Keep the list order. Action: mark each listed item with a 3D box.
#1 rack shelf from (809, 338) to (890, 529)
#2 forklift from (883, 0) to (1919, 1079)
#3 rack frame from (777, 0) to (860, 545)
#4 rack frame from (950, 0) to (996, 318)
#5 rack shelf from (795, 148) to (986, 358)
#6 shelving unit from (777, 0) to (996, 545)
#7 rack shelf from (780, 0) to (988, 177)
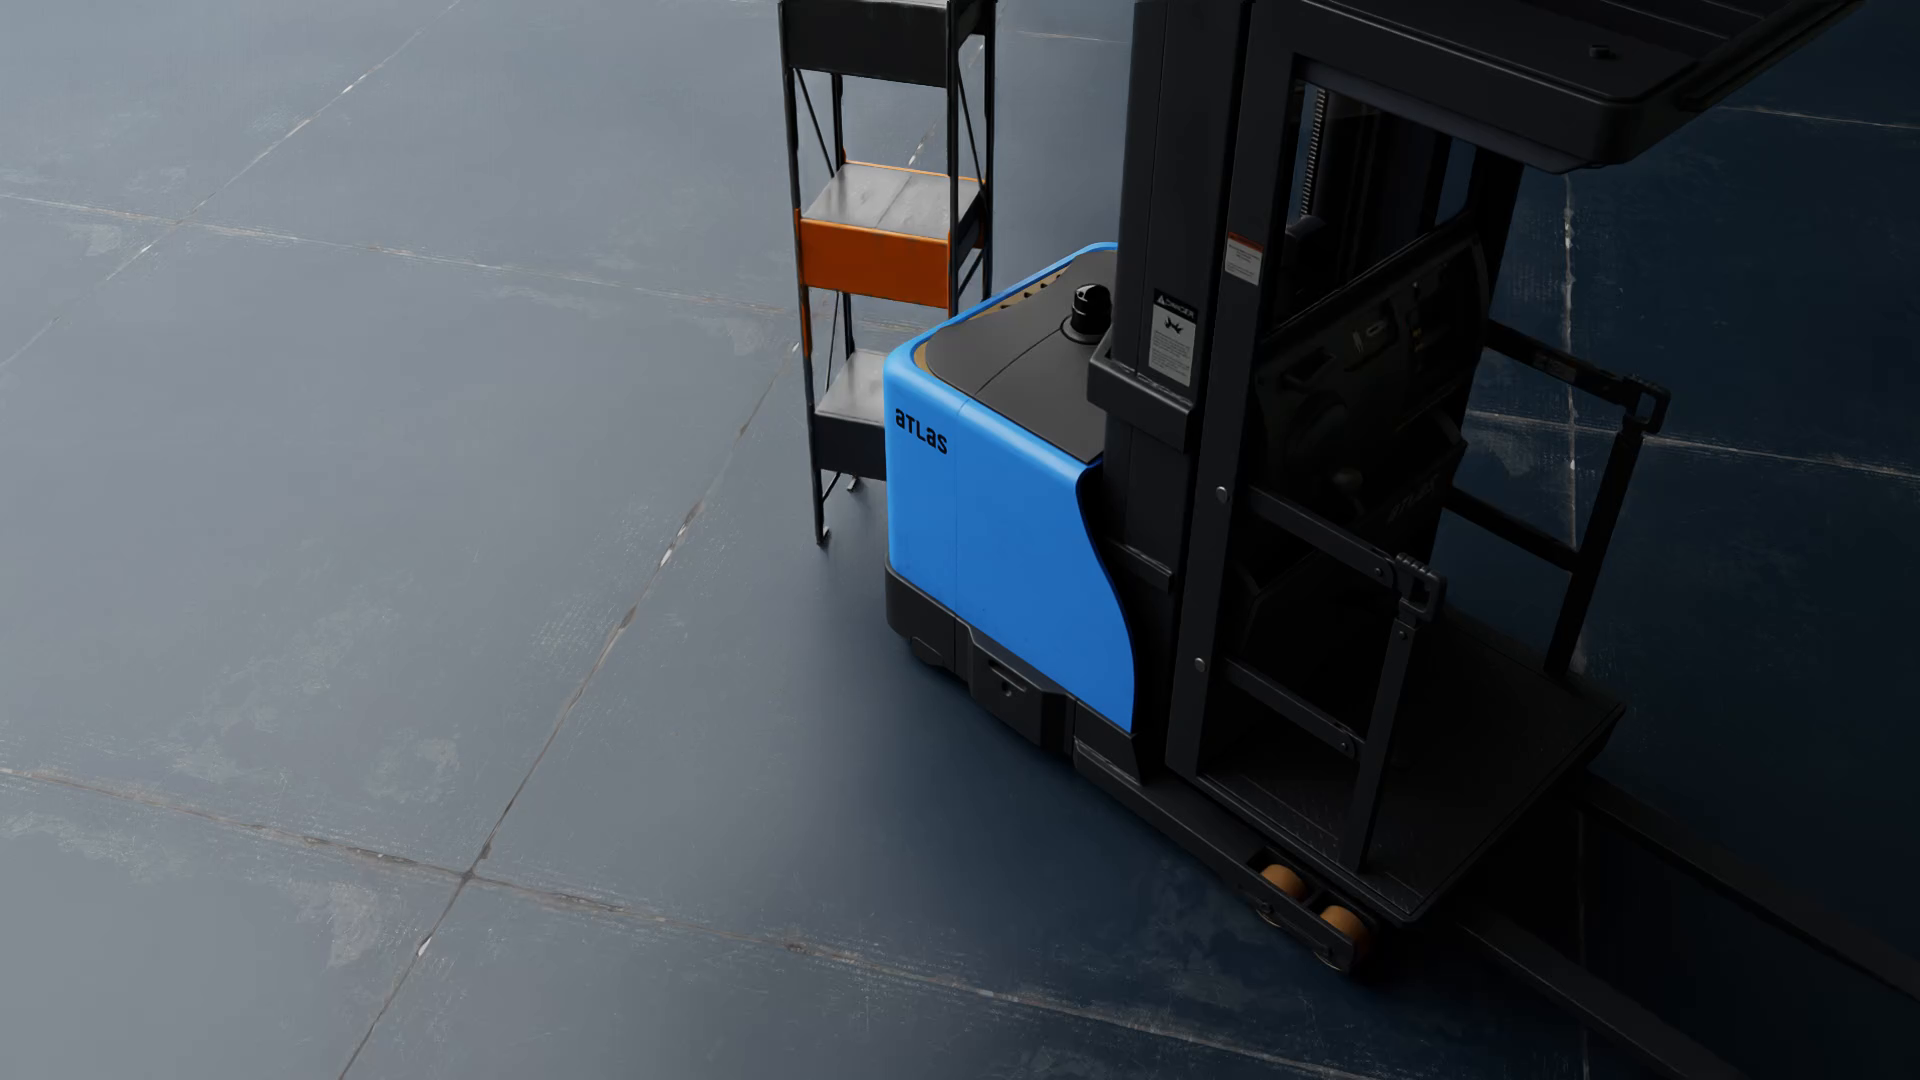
[{"bbox_3d":[-0.196,-0.318,5.605,0.480,0.518,0.431,11,41,13],"label":"rack shelf"},{"bbox_3d":[1.156,-0.368,3.909,1.130,2.935,3.031,-32,50,-33],"label":"forklift"},{"bbox_3d":[-0.430,-0.910,5.201,0.015,2.100,0.400,11,41,13],"label":"rack frame"},{"bbox_3d":[0.037,-0.818,5.091,0.015,2.100,0.400,11,41,13],"label":"rack frame"},{"bbox_3d":[-0.196,-0.854,5.155,0.480,0.518,0.431,11,41,13],"label":"rack shelf"},{"bbox_3d":[-0.196,-0.864,5.146,0.503,2.100,0.431,11,41,13],"label":"shelving unit"},{"bbox_3d":[-0.196,-1.390,4.705,0.480,0.518,0.431,11,41,13],"label":"rack shelf"}]
